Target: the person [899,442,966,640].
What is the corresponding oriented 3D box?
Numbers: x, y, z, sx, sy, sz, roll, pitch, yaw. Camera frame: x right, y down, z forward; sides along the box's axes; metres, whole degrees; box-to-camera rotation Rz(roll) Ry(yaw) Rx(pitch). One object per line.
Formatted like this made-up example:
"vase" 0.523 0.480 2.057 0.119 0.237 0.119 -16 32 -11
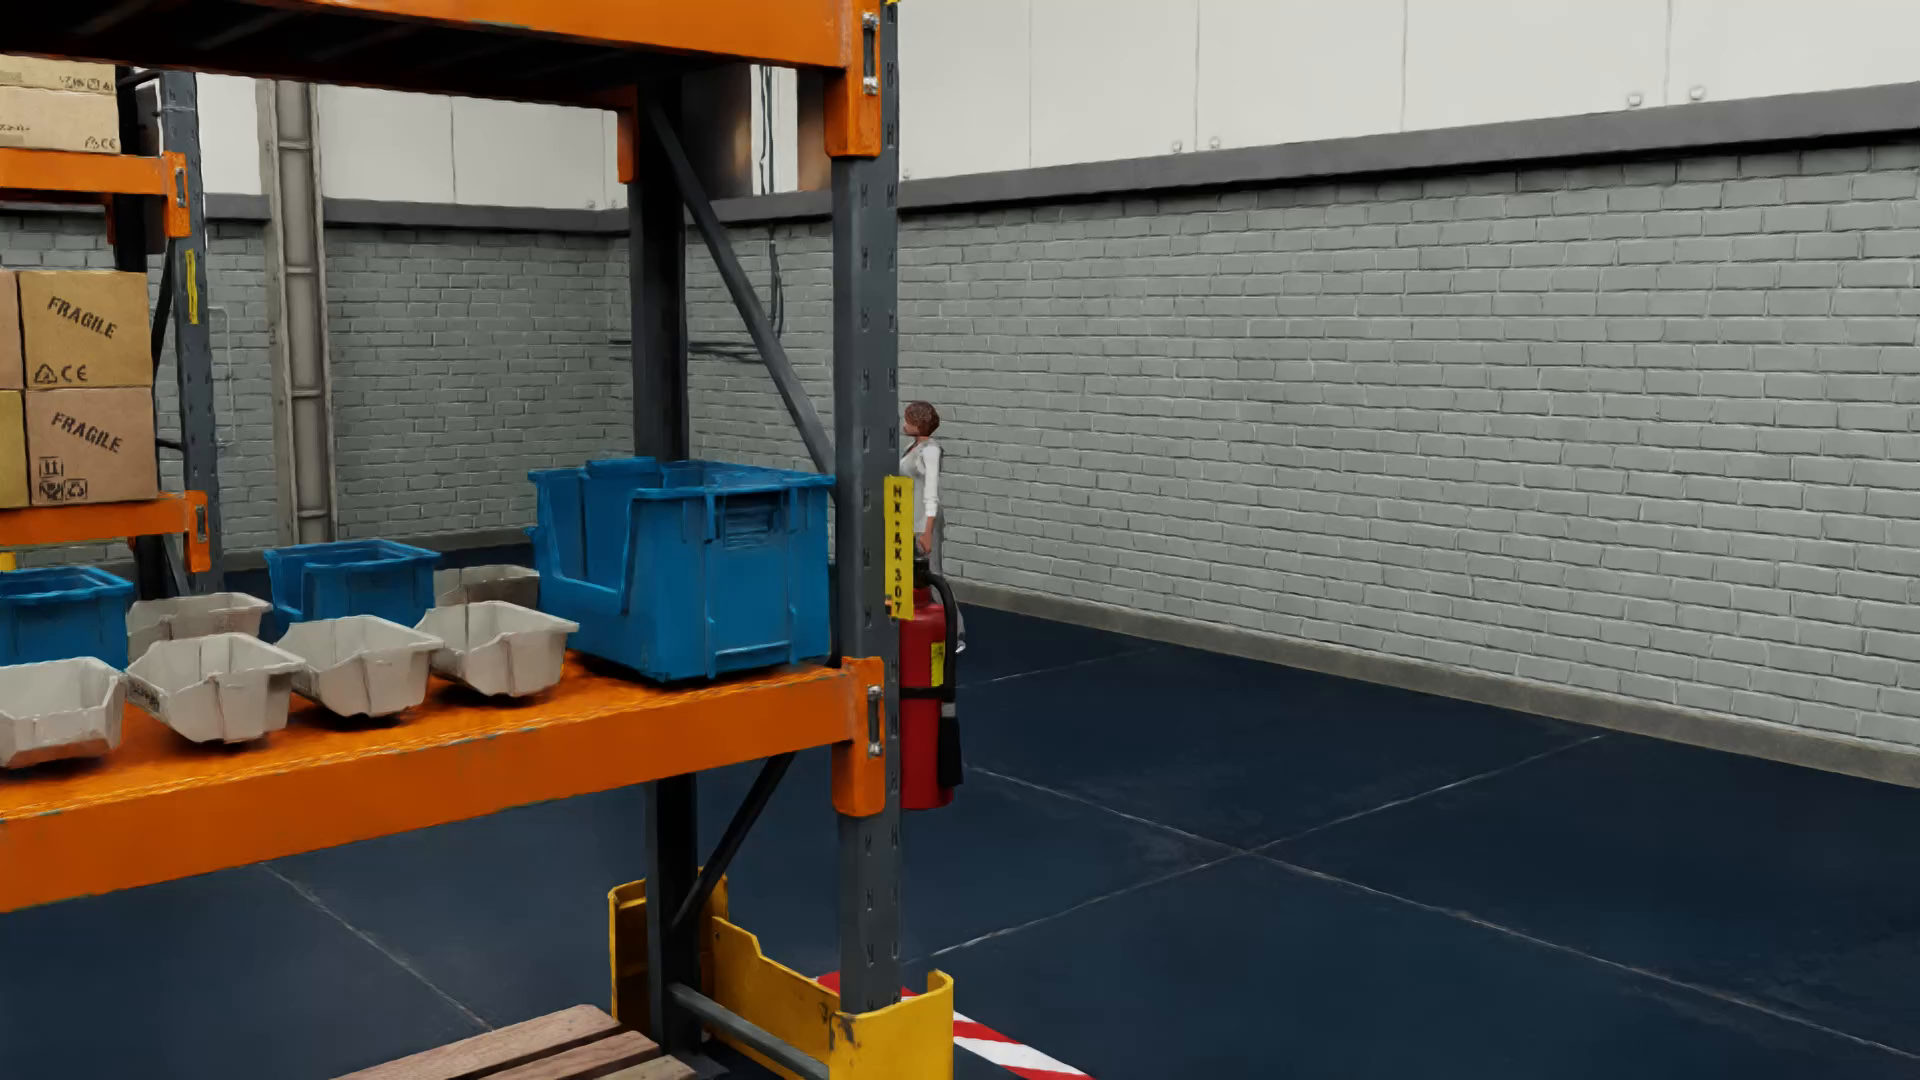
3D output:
"person" -0.194 0.034 10.230 0.491 1.276 0.404 -3 8 -23
